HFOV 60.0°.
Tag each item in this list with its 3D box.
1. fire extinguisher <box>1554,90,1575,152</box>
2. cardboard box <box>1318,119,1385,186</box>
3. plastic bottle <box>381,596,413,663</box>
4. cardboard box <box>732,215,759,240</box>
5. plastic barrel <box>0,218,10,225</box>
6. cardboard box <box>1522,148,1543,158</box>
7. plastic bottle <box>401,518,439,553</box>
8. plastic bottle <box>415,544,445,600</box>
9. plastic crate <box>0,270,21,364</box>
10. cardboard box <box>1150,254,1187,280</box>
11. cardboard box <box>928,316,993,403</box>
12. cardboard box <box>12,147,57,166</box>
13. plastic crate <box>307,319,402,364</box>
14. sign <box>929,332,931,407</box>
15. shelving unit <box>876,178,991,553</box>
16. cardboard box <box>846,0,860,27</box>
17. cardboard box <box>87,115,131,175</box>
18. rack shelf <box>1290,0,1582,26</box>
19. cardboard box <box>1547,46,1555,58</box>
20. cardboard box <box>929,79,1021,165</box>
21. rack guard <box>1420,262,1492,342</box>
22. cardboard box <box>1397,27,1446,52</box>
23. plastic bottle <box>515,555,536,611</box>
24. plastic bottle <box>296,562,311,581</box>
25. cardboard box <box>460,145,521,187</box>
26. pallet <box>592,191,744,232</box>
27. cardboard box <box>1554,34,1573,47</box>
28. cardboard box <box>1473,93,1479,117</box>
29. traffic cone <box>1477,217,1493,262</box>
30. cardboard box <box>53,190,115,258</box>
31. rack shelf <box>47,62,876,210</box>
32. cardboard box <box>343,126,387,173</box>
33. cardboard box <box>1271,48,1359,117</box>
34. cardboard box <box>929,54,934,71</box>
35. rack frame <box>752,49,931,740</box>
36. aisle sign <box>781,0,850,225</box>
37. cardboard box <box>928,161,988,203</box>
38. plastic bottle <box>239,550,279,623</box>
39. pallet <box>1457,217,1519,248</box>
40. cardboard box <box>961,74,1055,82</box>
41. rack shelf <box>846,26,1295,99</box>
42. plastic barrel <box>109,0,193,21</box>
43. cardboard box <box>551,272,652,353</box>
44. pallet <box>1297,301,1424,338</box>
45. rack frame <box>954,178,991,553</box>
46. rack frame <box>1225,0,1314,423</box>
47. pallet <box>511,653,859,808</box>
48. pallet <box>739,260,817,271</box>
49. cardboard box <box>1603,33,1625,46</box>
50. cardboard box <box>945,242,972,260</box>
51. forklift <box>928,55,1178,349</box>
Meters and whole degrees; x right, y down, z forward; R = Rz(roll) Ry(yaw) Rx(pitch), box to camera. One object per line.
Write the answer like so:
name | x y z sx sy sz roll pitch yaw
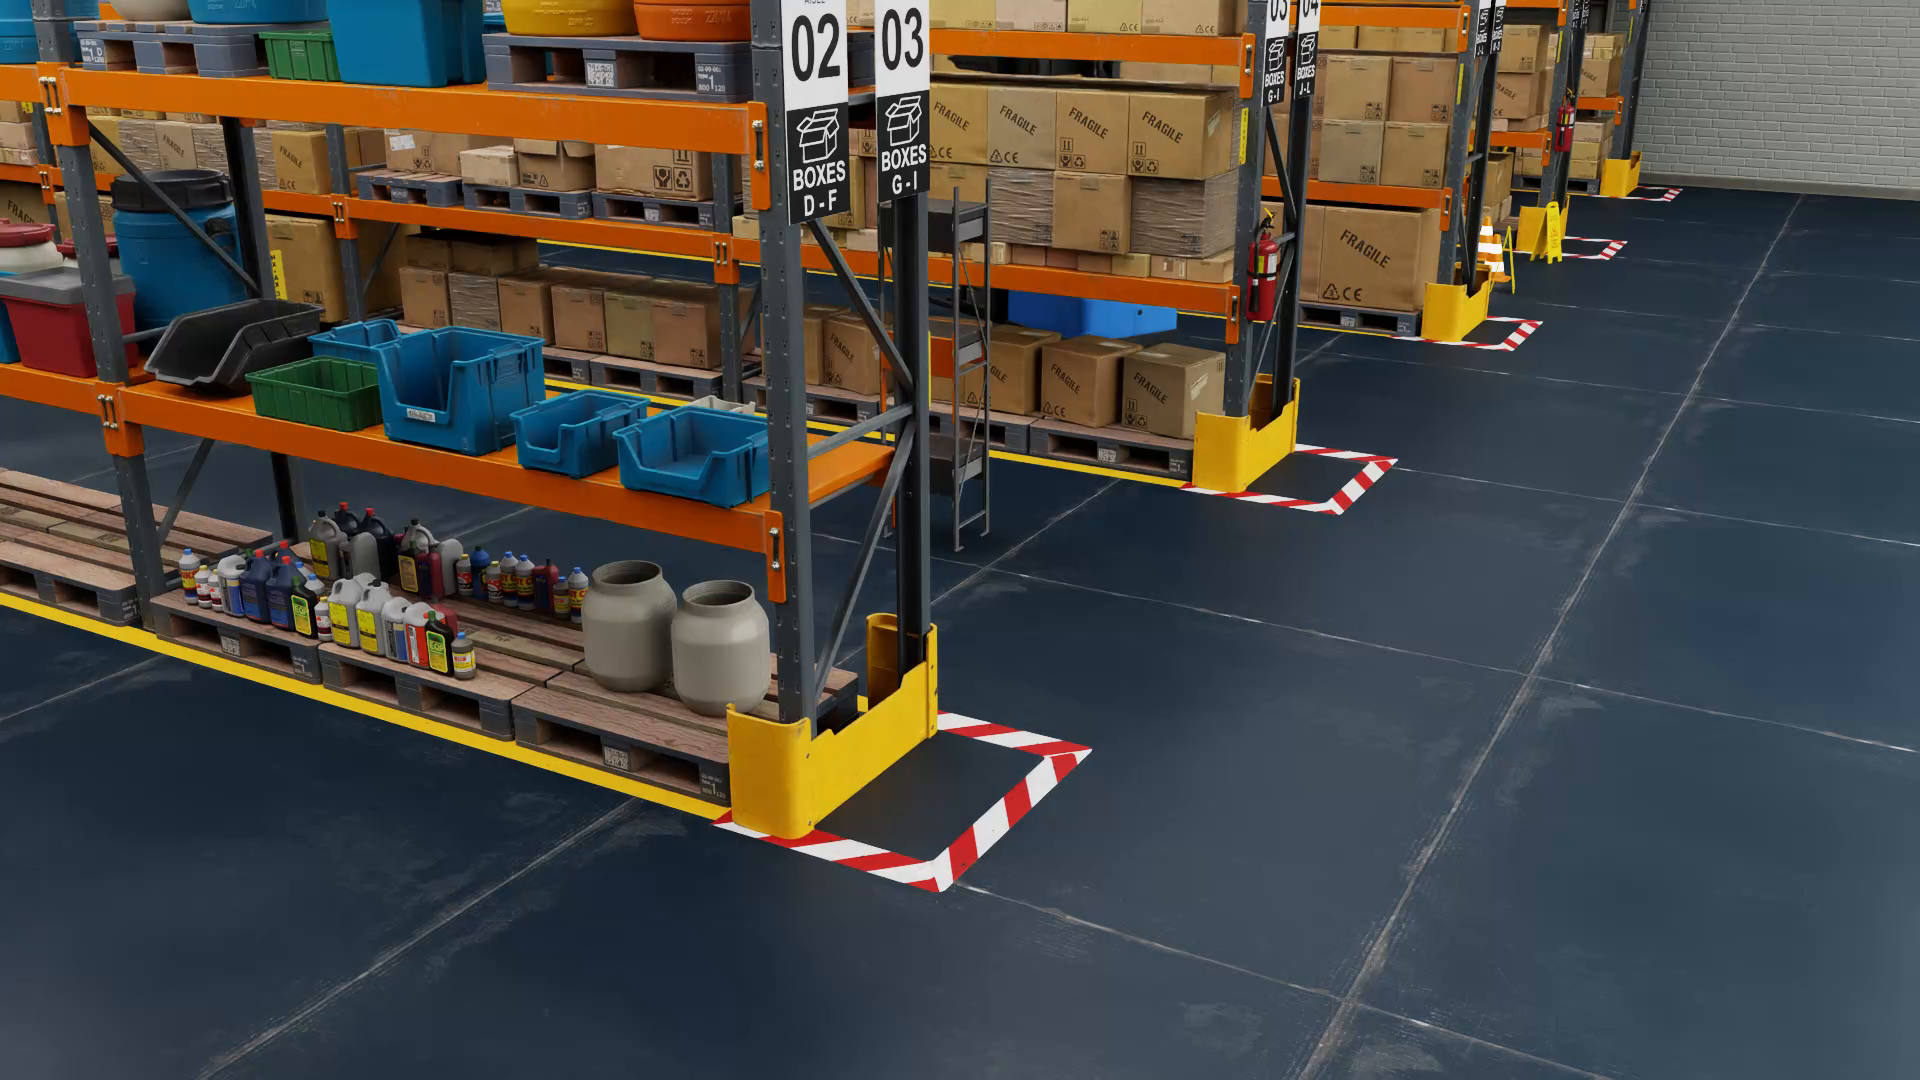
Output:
fire extinguisher | 6.700 -4.650 18.399 0.183 0.674 0.296 11 23 27
cardboard box | 3.662 -3.556 15.049 0.550 0.550 0.875 11 23 27
plastic bottle | -2.569 0.408 7.692 0.135 0.276 0.152 10 22 26
cardboard box | -1.459 -2.314 12.215 0.250 0.149 0.380 11 23 27
plastic barrel | -5.662 -1.565 9.582 0.433 0.535 0.433 0 20 0
cardboard box | 8.232 -5.535 23.409 0.500 0.250 0.500 11 22 27
plastic bottle | -2.763 0.062 8.534 0.185 0.351 0.144 11 22 27
plastic bottle | -2.675 0.154 8.380 0.133 0.283 0.061 11 23 27
plastic crate | -5.030 -1.166 8.705 0.575 0.384 0.392 11 23 27
cardboard box | 1.424 -1.802 10.802 0.250 0.149 0.380 11 23 27
cardboard box | -0.087 -1.329 12.179 0.500 0.500 0.500 9 22 23
cardboard box | -8.910 -3.723 16.099 0.250 0.149 0.380 11 23 28
plastic crate | -2.817 -0.910 8.193 0.616 0.251 0.499 11 23 27
sign | -0.152 -0.711 7.021 0.005 0.325 0.100 11 23 27
shelving unit | -0.144 -1.015 9.583 0.503 2.100 0.431 11 23 27
cardboard box | -0.768 -3.660 11.376 0.500 0.250 0.500 11 22 27
cardboard box | -7.765 -3.701 15.522 0.500 0.500 0.500 11 23 27
rack shelf | 5.079 -6.247 19.344 4.000 0.370 1.077 11 23 27
cardboard box | 8.158 -6.787 23.078 0.250 0.149 0.380 11 22 27
cardboard box | 0.084 -2.818 11.186 0.500 0.500 0.500 11 23 27
rack guard | 4.520 -2.173 15.123 0.348 0.500 1.175 11 23 27
cardboard box | 5.339 -5.660 19.021 0.500 0.500 0.700 10 22 27
plastic bottle | -2.154 0.207 8.253 0.097 0.271 0.097 0 20 0
plastic bottle | -3.228 0.239 8.164 0.097 0.271 0.097 0 20 0
cardboard box | -3.641 -3.003 13.348 0.500 0.250 0.500 10 22 26
pallet | -2.097 -2.638 13.020 1.213 0.211 1.003 11 23 27
cardboard box | 8.355 -6.877 22.890 0.250 0.149 0.380 11 23 28
cardboard box | 5.782 -5.122 19.005 0.500 0.500 0.500 11 23 27
traffic cone | 5.820 -3.338 18.387 0.334 0.463 0.336 11 23 27
cardboard box | -7.916 -2.986 16.198 0.875 0.875 1.225 11 23 27
rack shelf | -2.170 -1.822 7.146 4.000 0.370 1.077 11 23 27
cardboard box | -5.284 -3.432 14.780 0.500 0.500 0.500 12 23 29
cardboard box | 3.246 -4.201 15.244 0.550 0.550 0.875 11 23 27
cardboard box | -0.321 -4.784 17.043 0.500 0.500 0.700 11 23 28
rack frame | -0.424 -0.418 6.618 0.127 3.000 1.000 11 23 27
aisle sign | -0.506 -1.540 5.898 0.004 0.787 0.394 11 23 27
cardboard box | 0.184 -2.409 11.524 0.500 0.500 0.875 11 23 27
plastic bottle | -3.413 0.213 8.118 0.185 0.351 0.144 11 23 29
pallet | 6.066 -3.690 19.728 1.213 0.211 1.003 11 23 27
cardboard box | 0.335 -2.971 11.608 0.500 0.500 0.500 11 23 27
rack shelf | 0.246 -3.297 11.211 4.000 0.370 1.077 11 23 27
plastic barrel | -3.636 -2.613 7.491 0.421 0.512 0.421 0 20 0
cardboard box | -2.922 -1.876 13.658 0.500 0.500 0.700 9 22 23
pallet | 3.763 -2.151 15.485 1.213 0.211 1.003 11 23 27
rack frame | 0.069 -0.974 9.471 0.015 2.100 0.400 11 23 27
rack frame | 1.992 -1.892 10.683 0.127 3.000 1.000 11 23 27
pallet | -1.220 0.758 7.467 1.213 0.211 1.003 11 23 27
pallet | -1.834 -3.218 18.427 1.213 0.211 1.003 11 23 27
cardboard box | 9.053 -6.932 23.043 0.250 0.149 0.380 10 22 26
cardboard box | 0.097 -2.041 11.460 0.250 0.149 0.380 11 23 27
forklift | 0.584 -3.175 14.320 1.130 2.935 3.031 -13 23 -31
